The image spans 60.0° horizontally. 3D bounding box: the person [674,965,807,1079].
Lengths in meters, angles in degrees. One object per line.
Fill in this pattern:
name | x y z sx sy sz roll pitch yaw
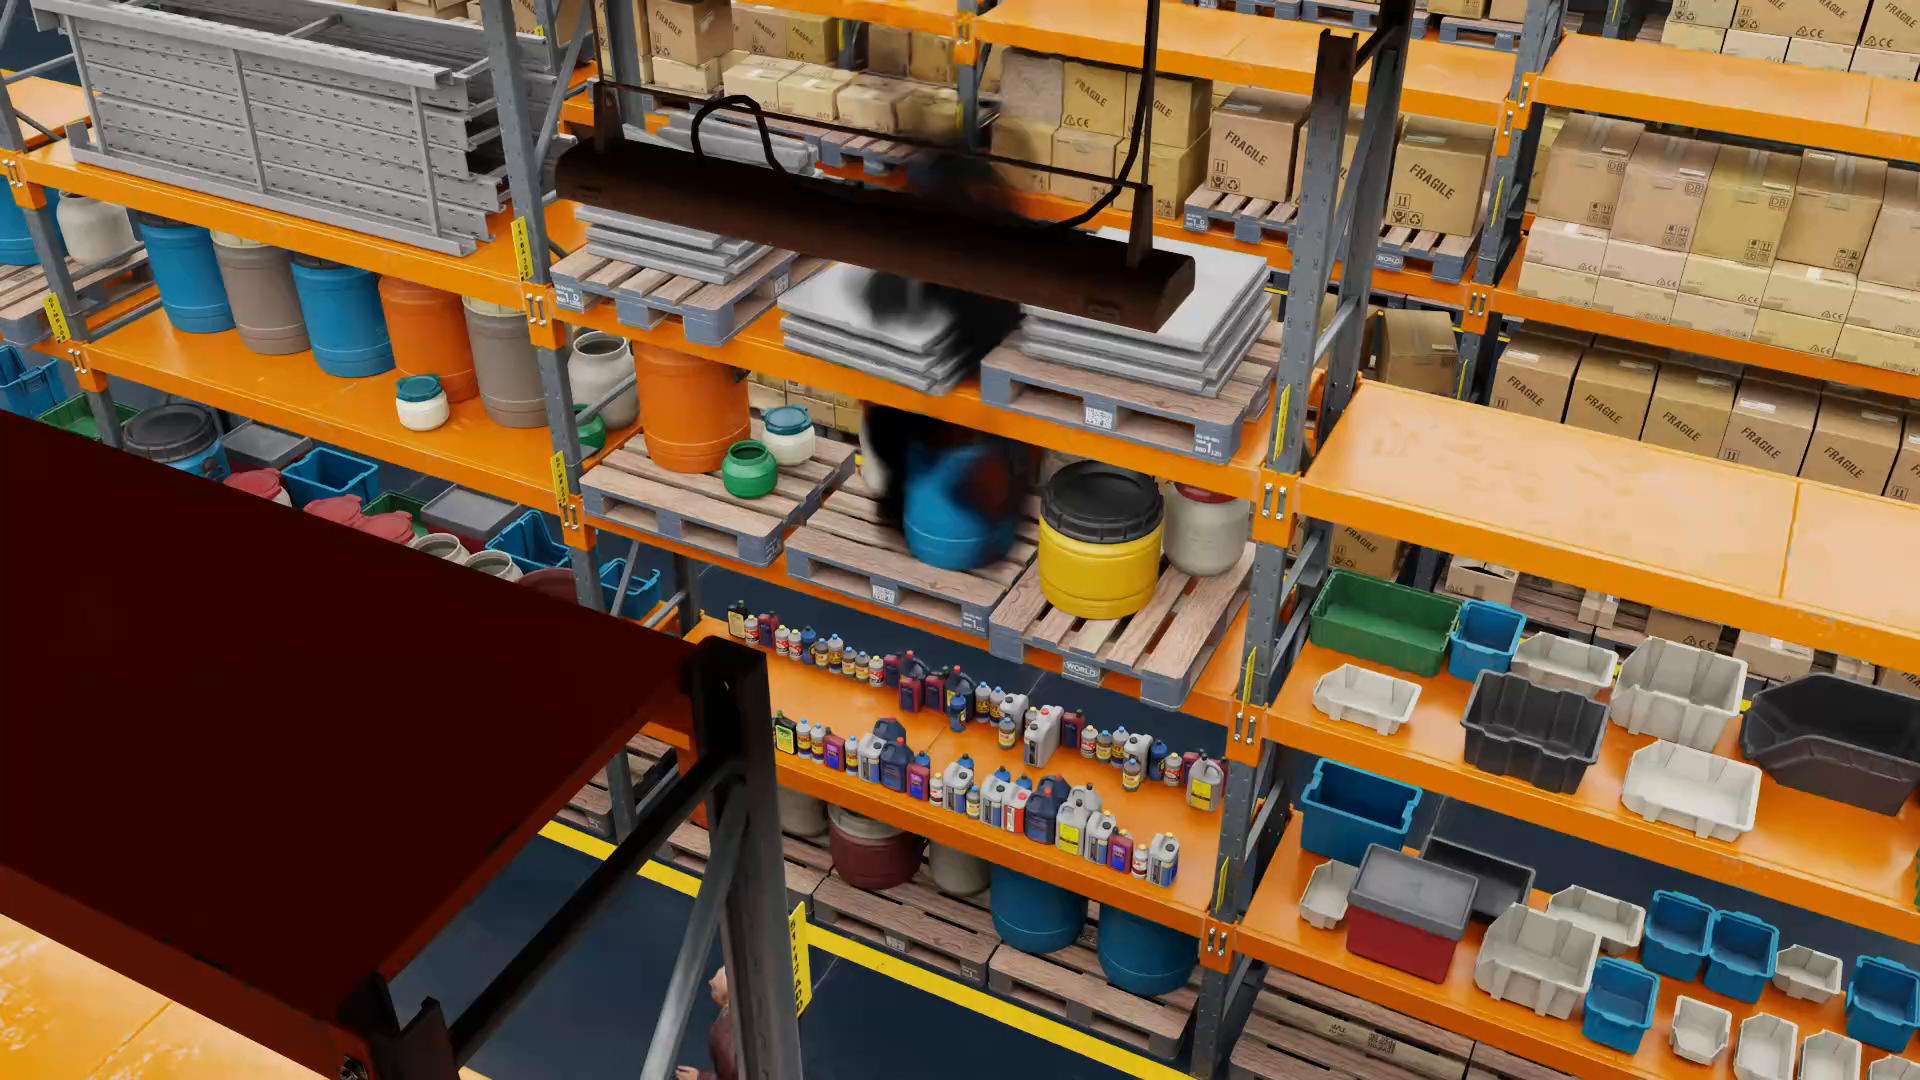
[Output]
person | -1.057 2.649 8.083 0.616 1.725 0.650 7 36 10
